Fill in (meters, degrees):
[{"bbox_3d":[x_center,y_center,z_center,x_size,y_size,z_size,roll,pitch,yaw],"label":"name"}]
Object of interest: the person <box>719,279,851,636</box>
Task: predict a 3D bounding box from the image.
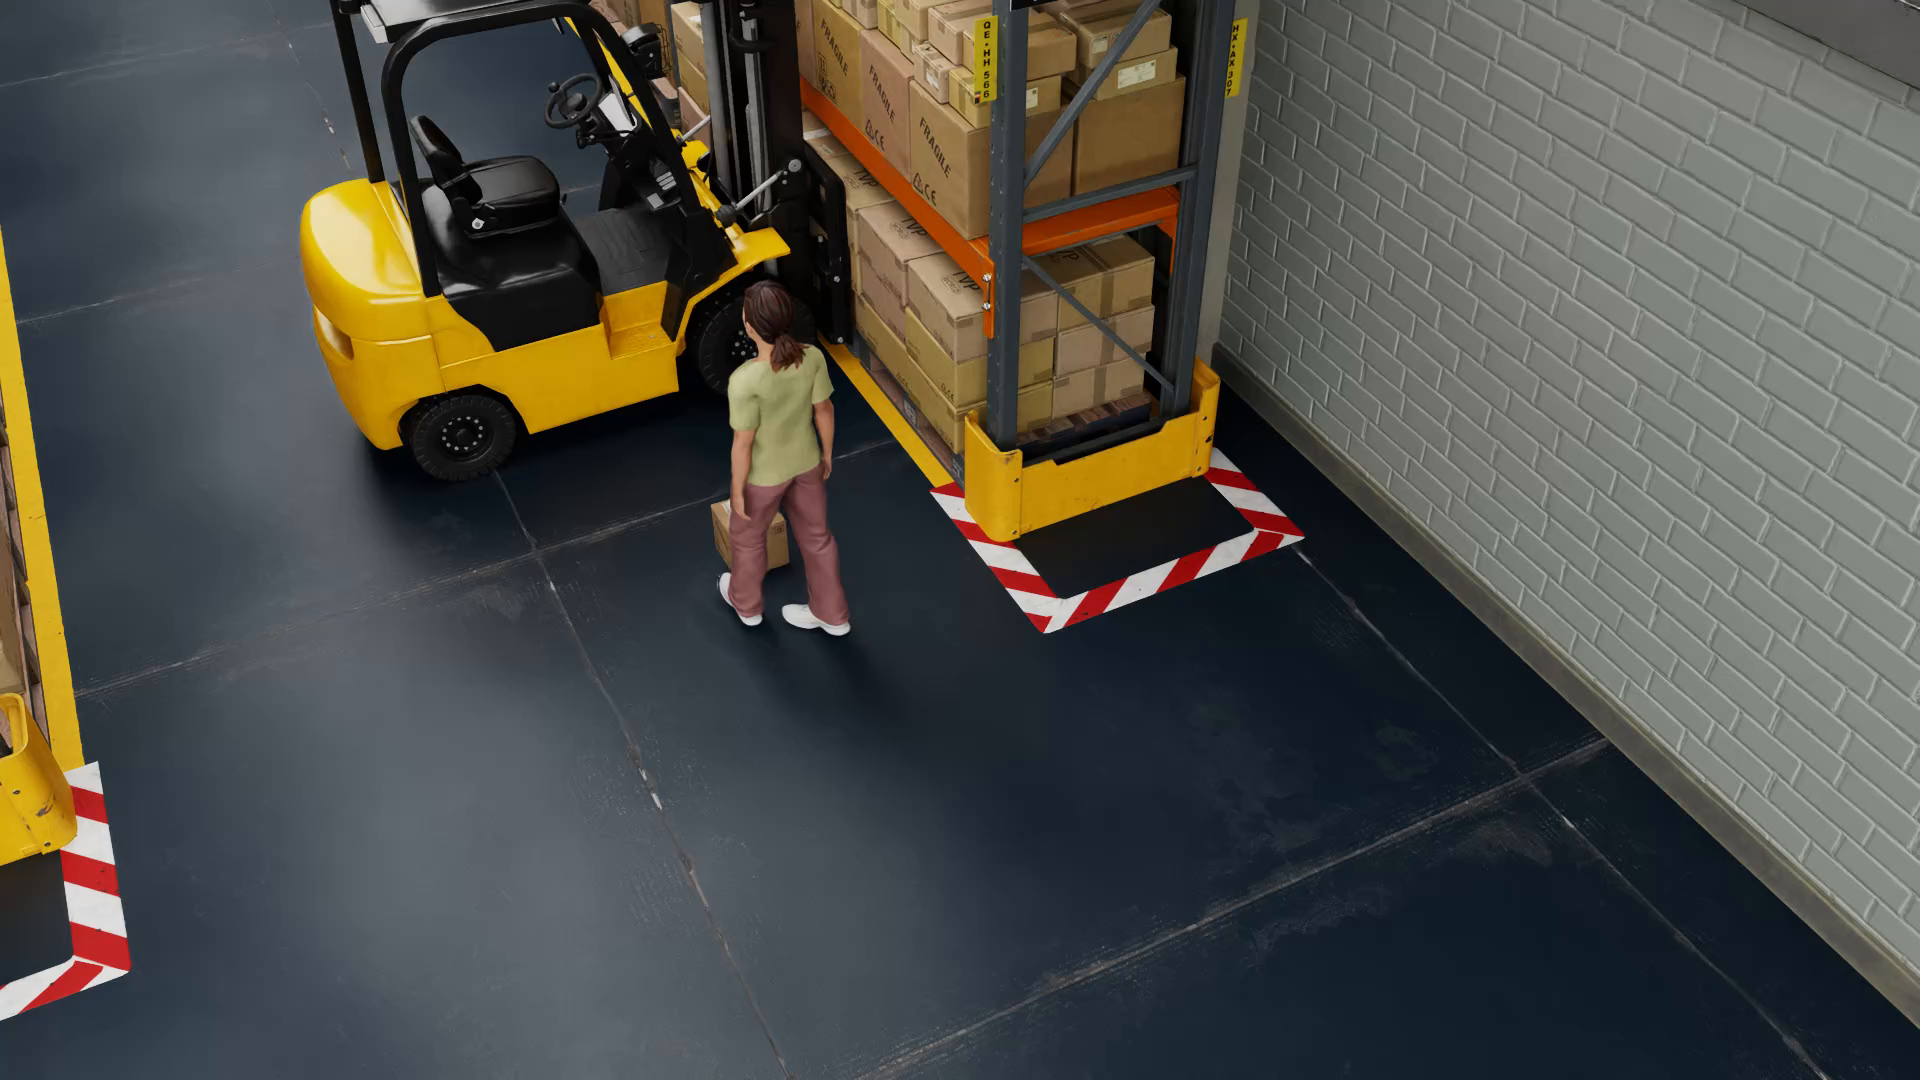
[{"bbox_3d":[-0.758,-0.316,6.515,0.455,1.673,0.595,-28,48,-28],"label":"person"}]
